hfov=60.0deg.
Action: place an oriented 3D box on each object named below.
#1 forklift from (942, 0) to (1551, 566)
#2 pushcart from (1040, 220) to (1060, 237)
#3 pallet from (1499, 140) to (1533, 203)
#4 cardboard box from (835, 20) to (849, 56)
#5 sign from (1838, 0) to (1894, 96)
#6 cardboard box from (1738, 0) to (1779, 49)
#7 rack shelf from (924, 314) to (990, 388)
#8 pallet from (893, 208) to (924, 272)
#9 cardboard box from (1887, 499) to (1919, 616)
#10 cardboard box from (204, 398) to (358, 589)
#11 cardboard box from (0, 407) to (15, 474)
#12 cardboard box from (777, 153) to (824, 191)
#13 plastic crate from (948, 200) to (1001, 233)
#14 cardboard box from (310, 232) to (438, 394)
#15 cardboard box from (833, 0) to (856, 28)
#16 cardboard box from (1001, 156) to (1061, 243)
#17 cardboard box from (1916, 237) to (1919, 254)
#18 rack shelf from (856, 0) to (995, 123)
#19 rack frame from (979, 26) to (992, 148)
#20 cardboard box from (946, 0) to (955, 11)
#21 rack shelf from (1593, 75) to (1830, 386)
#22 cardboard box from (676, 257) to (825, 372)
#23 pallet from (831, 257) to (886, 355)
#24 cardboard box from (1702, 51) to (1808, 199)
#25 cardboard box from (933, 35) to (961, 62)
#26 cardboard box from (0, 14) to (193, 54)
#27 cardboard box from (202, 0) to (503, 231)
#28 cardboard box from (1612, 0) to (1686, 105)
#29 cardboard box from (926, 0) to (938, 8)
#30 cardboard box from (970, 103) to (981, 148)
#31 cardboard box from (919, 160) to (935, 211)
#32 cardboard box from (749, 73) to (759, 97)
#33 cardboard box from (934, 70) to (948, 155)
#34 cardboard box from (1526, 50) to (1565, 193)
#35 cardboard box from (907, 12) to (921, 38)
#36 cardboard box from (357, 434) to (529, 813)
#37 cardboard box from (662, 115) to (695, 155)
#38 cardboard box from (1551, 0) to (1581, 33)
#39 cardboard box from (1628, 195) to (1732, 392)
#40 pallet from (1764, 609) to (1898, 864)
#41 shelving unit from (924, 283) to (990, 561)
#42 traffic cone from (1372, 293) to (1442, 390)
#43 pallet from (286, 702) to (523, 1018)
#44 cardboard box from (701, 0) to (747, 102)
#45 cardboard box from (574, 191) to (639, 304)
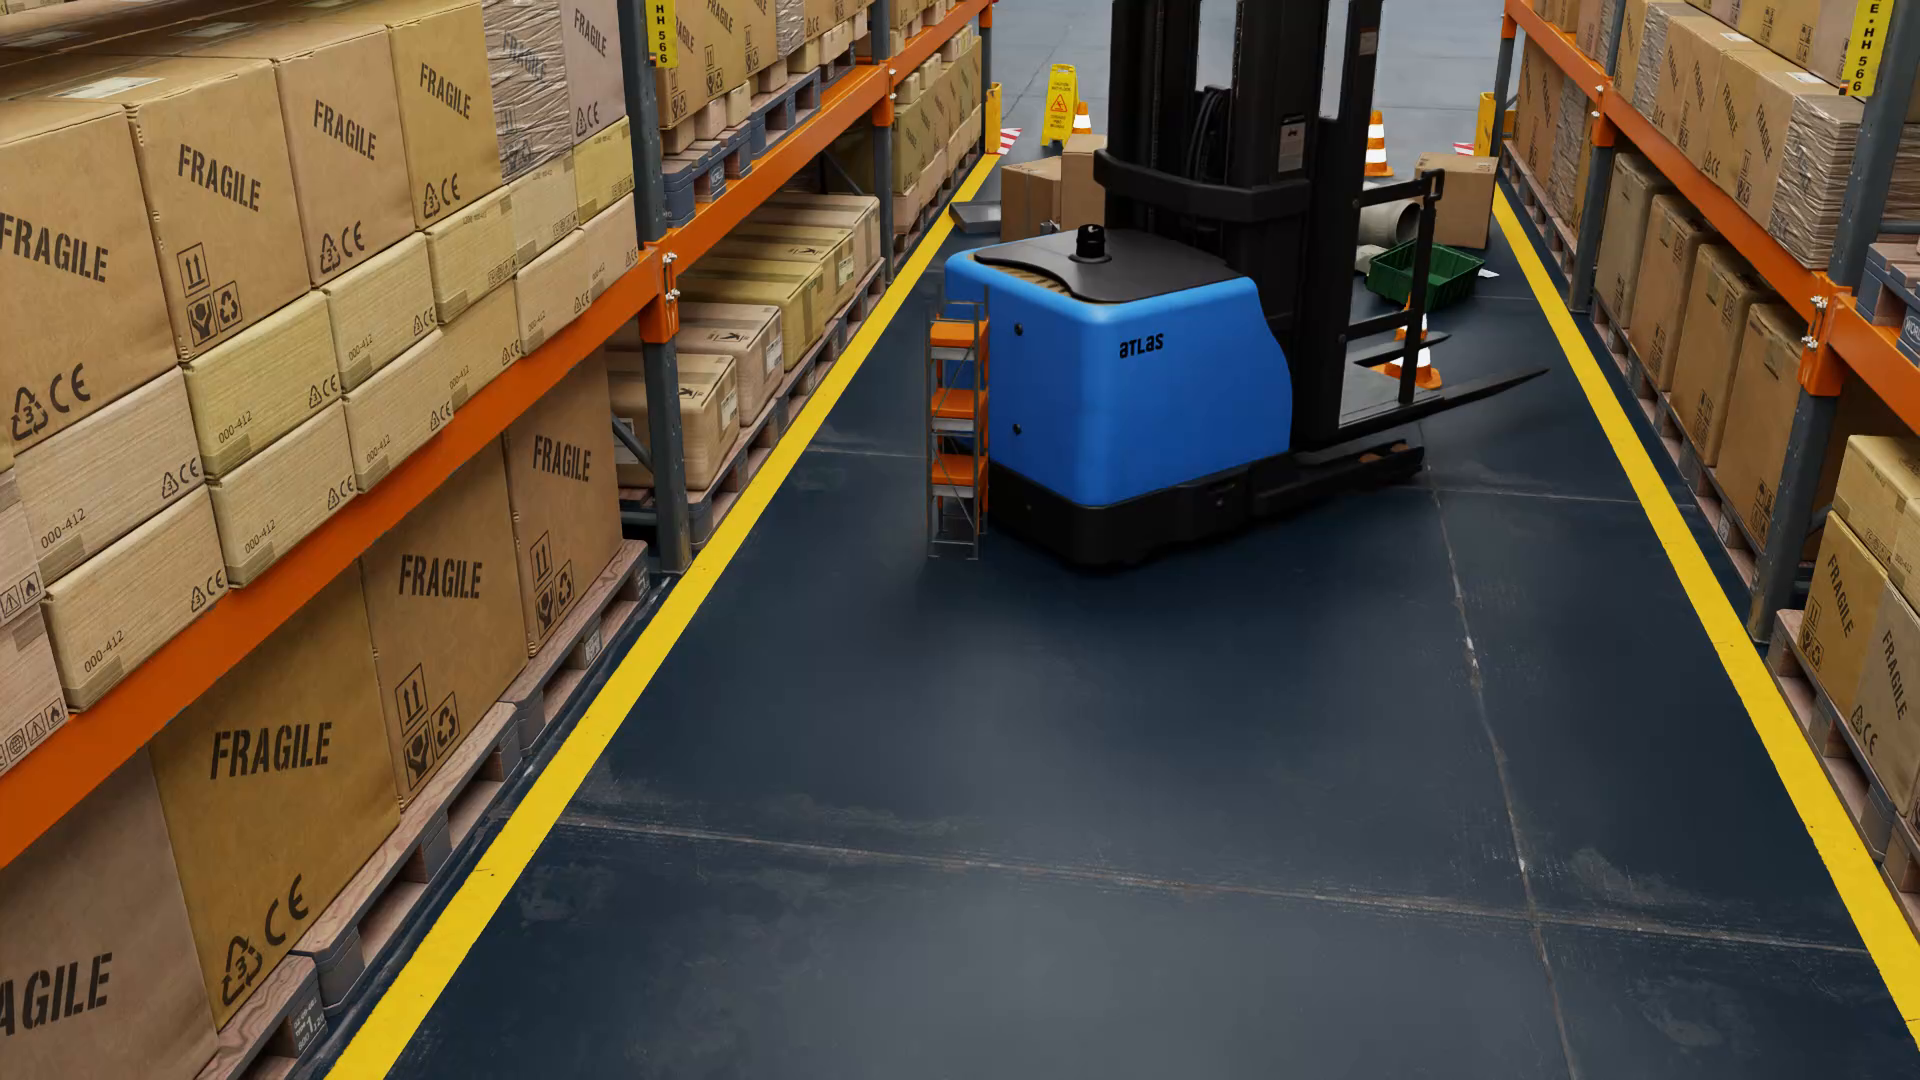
[{"bbox_3d":[1.419,-1.700,6.925,3.031,2.935,1.130,-17,30,-32],"label":"forklift"},{"bbox_3d":[1.355,-1.622,9.770,1.648,0.377,0.936,-5,25,-10],"label":"pushcart"},{"bbox_3d":[4.597,-2.716,12.304,1.003,0.211,1.213,4,25,9],"label":"pallet"},{"bbox_3d":[-0.782,-2.569,8.502,0.380,0.149,0.250,4,25,8],"label":"cardboard box"},{"bbox_3d":[2.795,-1.535,5.125,0.100,0.325,0.005,4,25,9],"label":"sign"},{"bbox_3d":[3.673,-2.298,6.825,0.700,0.500,0.500,4,25,8],"label":"cardboard box"},{"bbox_3d":[-0.009,-0.701,6.364,0.215,0.259,0.240,4,25,9],"label":"rack shelf"},{"bbox_3d":[-0.828,-1.967,10.704,1.003,0.211,1.213,4,25,9],"label":"pallet"},{"bbox_3d":[2.909,0.113,4.539,0.500,0.250,0.500,4,25,8],"label":"cardboard box"},{"bbox_3d":[-1.695,-0.128,3.663,0.500,0.250,0.500,4,25,8],"label":"cardboard box"},{"bbox_3d":[-1.855,-0.263,2.477,0.500,0.500,0.500,4,25,9],"label":"cardboard box"},{"bbox_3d":[-1.071,-2.497,10.410,0.500,0.500,0.500,4,25,8],"label":"cardboard box"},{"bbox_3d":[0.163,-2.224,11.408,0.402,0.080,0.583,-5,25,-10],"label":"plastic crate"},{"bbox_3d":[-1.613,-0.565,4.005,0.500,0.250,0.500,3,25,7],"label":"cardboard box"},{"bbox_3d":[-0.832,-2.900,8.444,0.500,0.500,0.500,4,25,9],"label":"cardboard box"},{"bbox_3d":[0.615,-2.170,10.793,0.500,0.500,0.500,-20,32,-36],"label":"cardboard box"},{"bbox_3d":[3.071,-0.876,4.885,0.380,0.149,0.250,4,25,8],"label":"cardboard box"},{"bbox_3d":[-0.576,-3.457,11.447,1.077,0.370,4.000,4,25,9],"label":"rack shelf"},{"bbox_3d":[-0.249,-4.620,13.081,1.000,3.000,0.127,4,25,9],"label":"rack frame"},{"bbox_3d":[-0.239,-3.795,11.616,0.380,0.149,0.250,4,25,8],"label":"cardboard box"},{"bbox_3d":[3.670,-1.484,7.230,1.077,0.370,4.000,4,25,9],"label":"rack shelf"},{"bbox_3d":[-1.212,-1.135,8.242,0.950,0.372,0.625,5,26,10],"label":"cardboard box"},{"bbox_3d":[-1.029,-1.358,9.403,1.003,0.211,1.213,4,25,9],"label":"pallet"},{"bbox_3d":[3.317,-1.643,6.604,0.500,0.500,0.500,4,25,8],"label":"cardboard box"},{"bbox_3d":[-0.205,-3.472,11.727,0.380,0.149,0.250,5,26,11],"label":"cardboard box"},{"bbox_3d":[-2.136,-0.948,3.941,0.500,0.500,0.500,4,25,9],"label":"cardboard box"},{"bbox_3d":[-1.546,-1.115,4.297,0.500,0.500,0.500,4,25,9],"label":"cardboard box"},{"bbox_3d":[3.646,-2.490,8.414,0.500,0.500,0.500,4,25,9],"label":"cardboard box"},{"bbox_3d":[-0.402,-3.712,10.674,0.500,0.500,0.500,4,25,8],"label":"cardboard box"},{"bbox_3d":[-0.120,-3.198,12.792,0.500,0.250,0.500,4,25,8],"label":"cardboard box"},{"bbox_3d":[-0.464,-2.344,10.967,0.500,0.250,0.500,5,26,11],"label":"cardboard box"},{"bbox_3d":[-1.115,-2.041,7.373,0.380,0.149,0.250,5,26,11],"label":"cardboard box"},{"bbox_3d":[-0.378,-2.901,11.272,0.500,0.500,0.500,5,26,11],"label":"cardboard box"},{"bbox_3d":[4.464,-2.891,11.398,0.875,0.875,0.875,4,25,8],"label":"cardboard box"},{"bbox_3d":[-0.457,-3.266,10.486,0.380,0.149,0.250,5,26,10],"label":"cardboard box"},{"bbox_3d":[-1.901,0.154,4.893,0.875,0.875,0.875,4,25,9],"label":"cardboard box"},{"bbox_3d":[-1.241,-1.589,6.408,0.380,0.149,0.250,2,25,5],"label":"cardboard box"},{"bbox_3d":[4.305,-3.547,10.613,0.875,0.550,0.500,4,25,9],"label":"cardboard box"},{"bbox_3d":[3.823,-1.148,7.823,1.050,0.750,0.750,4,25,9],"label":"cardboard box"},{"bbox_3d":[3.214,0.617,5.184,1.003,0.211,1.213,4,25,9],"label":"pallet"},{"bbox_3d":[-0.009,-0.453,6.480,0.215,1.050,0.252,4,25,9],"label":"shelving unit"},{"bbox_3d":[2.288,-1.041,8.428,0.336,0.463,0.334,4,25,9],"label":"traffic cone"},{"bbox_3d":[-1.961,0.822,4.744,1.003,0.211,1.213,4,25,9],"label":"pallet"},{"bbox_3d":[-1.176,-2.035,6.594,0.500,0.500,0.500,5,26,11],"label":"cardboard box"},{"bbox_3d":[-1.383,-0.976,5.475,0.500,0.250,0.500,3,25,7],"label":"cardboard box"}]
